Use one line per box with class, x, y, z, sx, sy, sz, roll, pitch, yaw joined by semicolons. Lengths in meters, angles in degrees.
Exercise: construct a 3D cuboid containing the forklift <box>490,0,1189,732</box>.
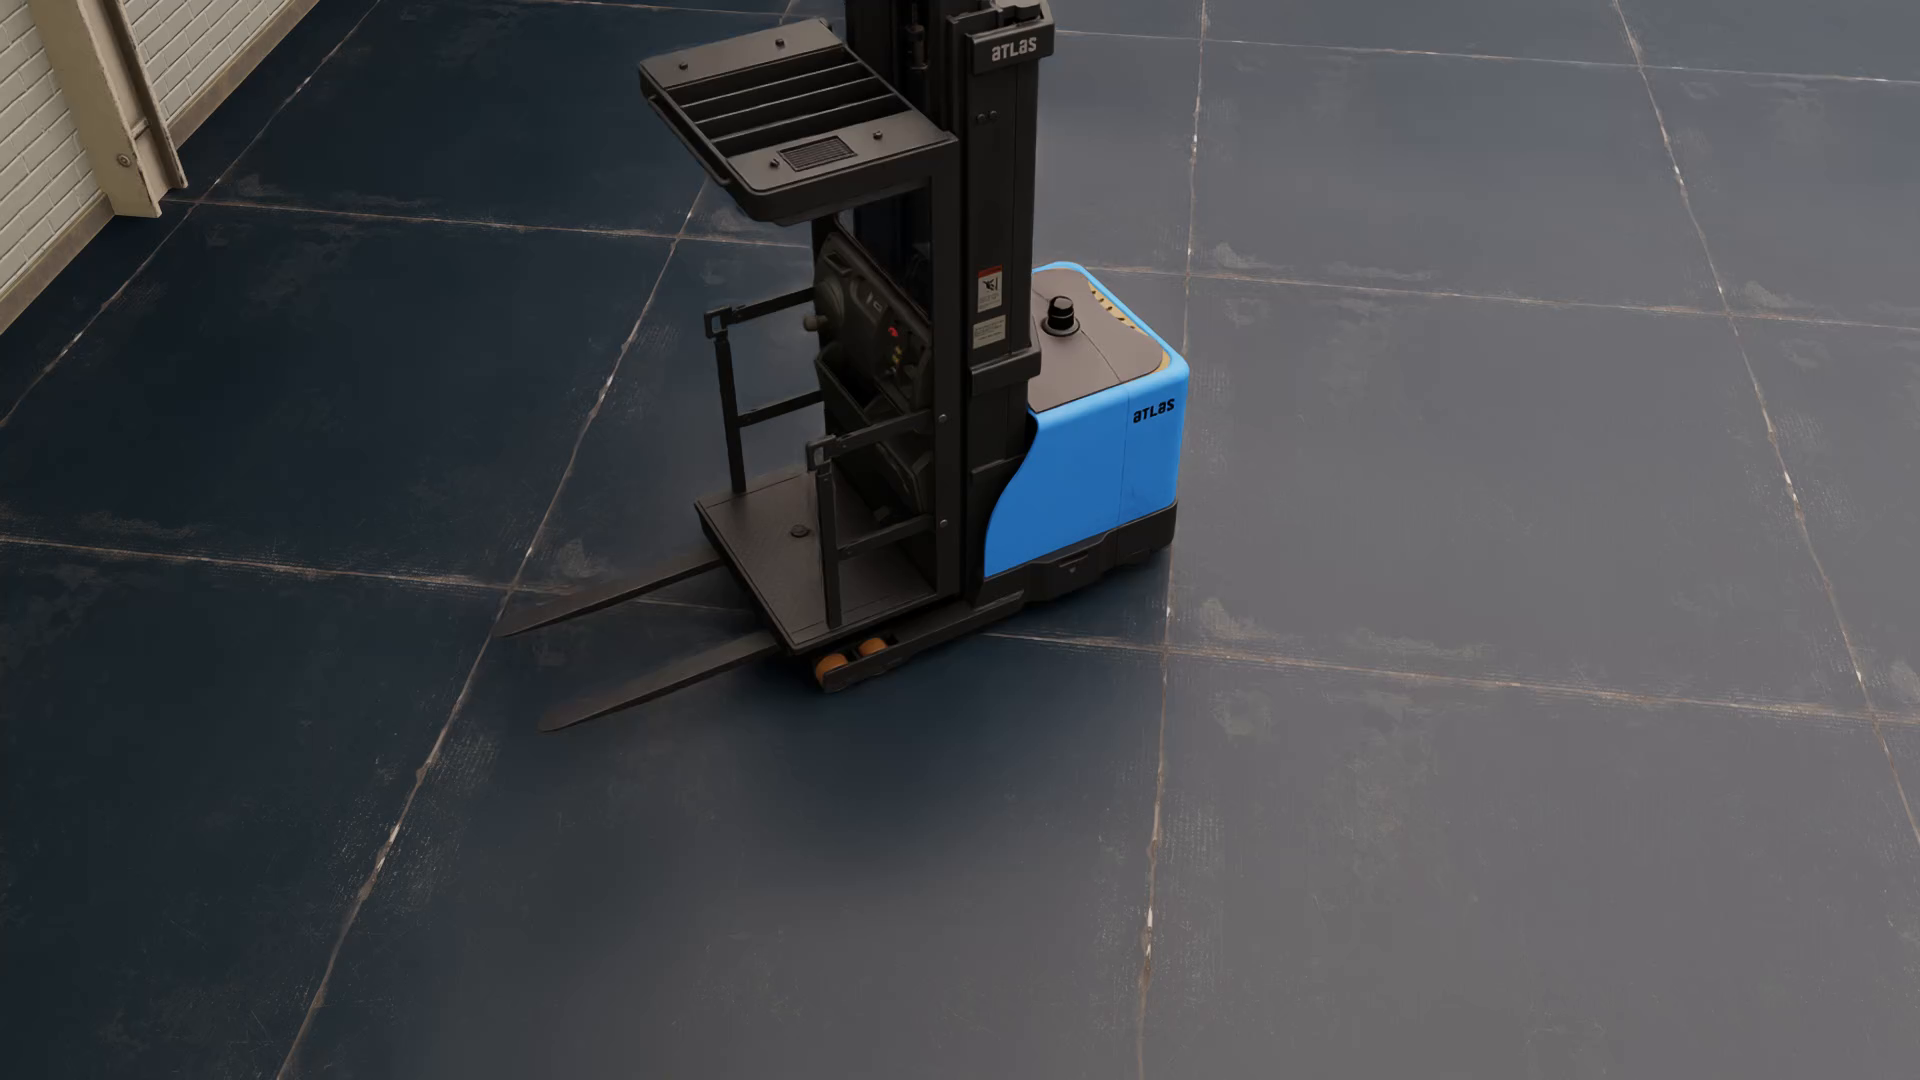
forklift;-0.537;-0.837;6.635;3.031;2.935;1.130;-21;46;-21
